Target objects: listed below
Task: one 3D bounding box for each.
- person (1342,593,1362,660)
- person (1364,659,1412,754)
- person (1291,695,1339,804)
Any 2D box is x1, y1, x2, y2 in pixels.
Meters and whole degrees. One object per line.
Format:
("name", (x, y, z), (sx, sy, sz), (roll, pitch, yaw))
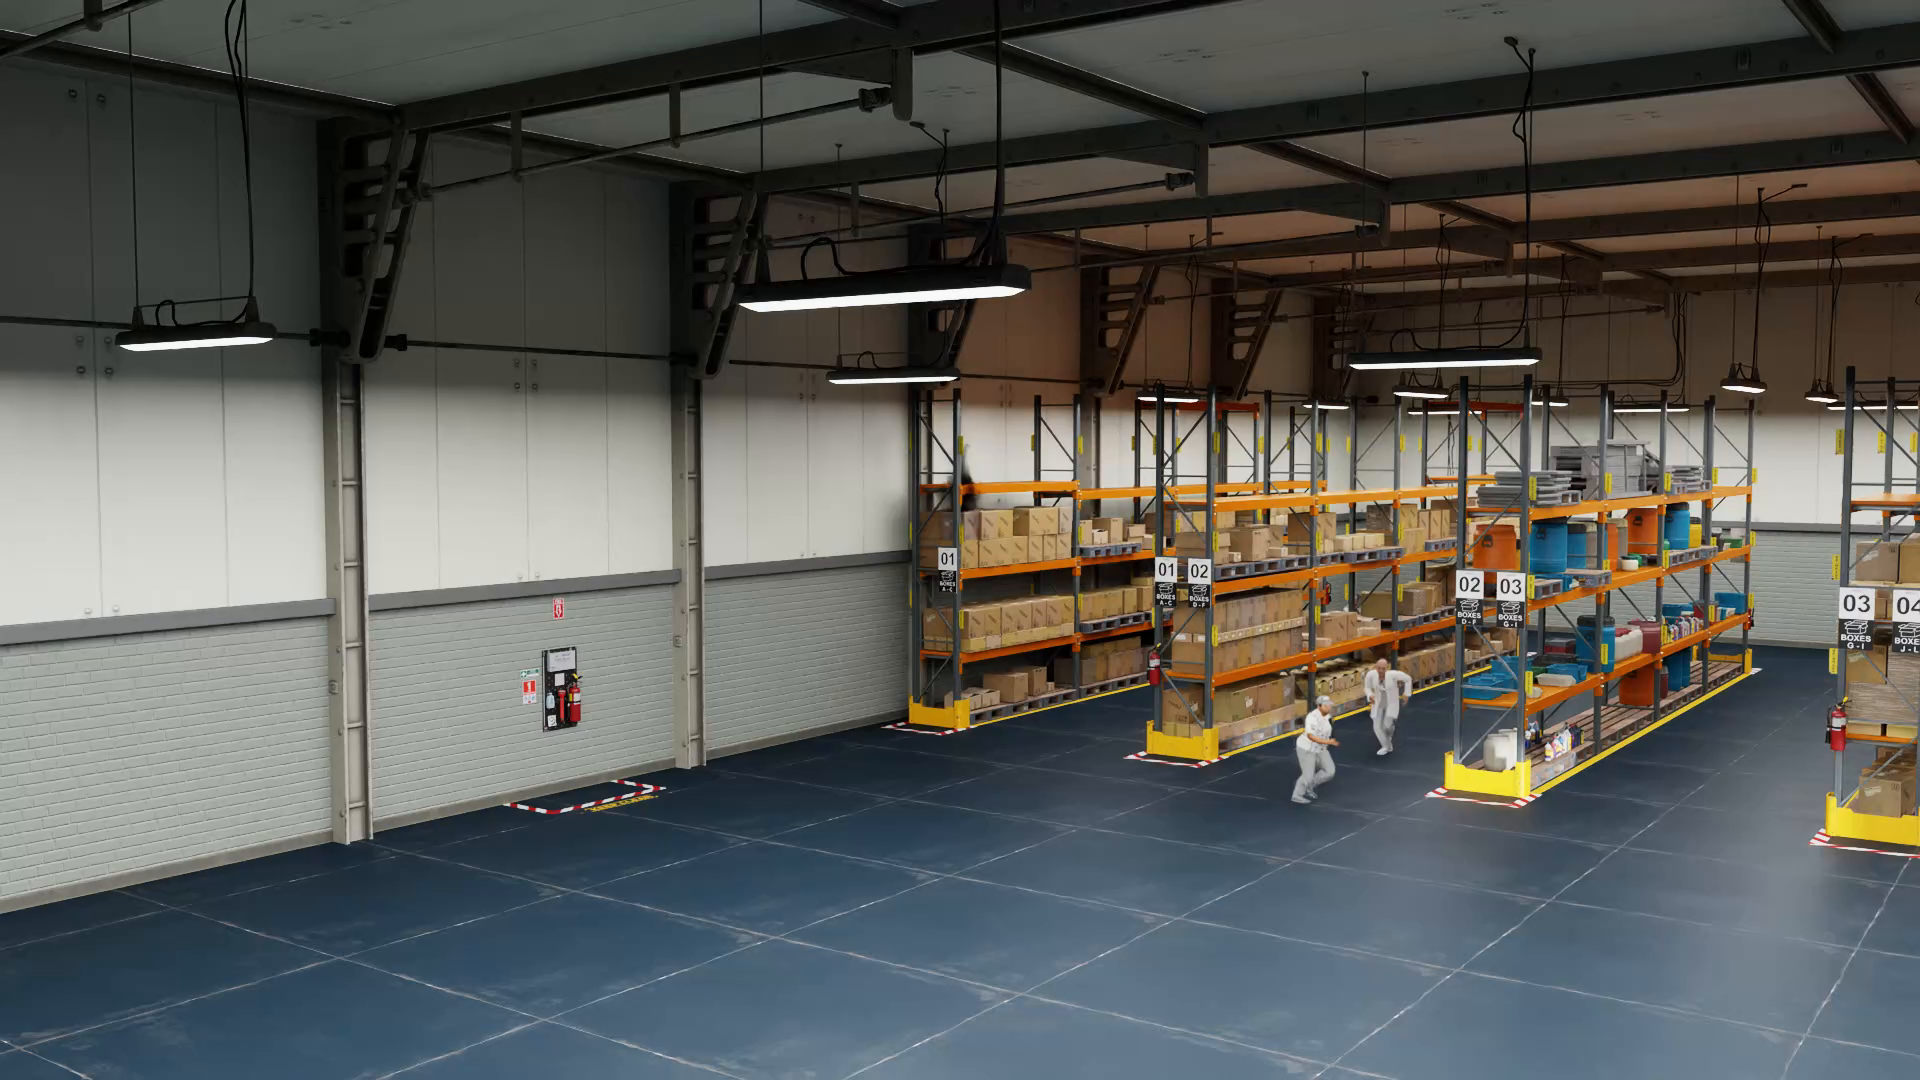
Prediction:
("person", (8.570, 2.057, 36.324), (0.636, 1.820, 0.736), (2, 4, 30))
("person", (6.877, 2.687, 26.749), (0.740, 1.595, 0.872), (2, 4, 25))
("person", (4.955, 2.909, 23.083), (0.604, 1.553, 0.775), (-3, 4, -42))
